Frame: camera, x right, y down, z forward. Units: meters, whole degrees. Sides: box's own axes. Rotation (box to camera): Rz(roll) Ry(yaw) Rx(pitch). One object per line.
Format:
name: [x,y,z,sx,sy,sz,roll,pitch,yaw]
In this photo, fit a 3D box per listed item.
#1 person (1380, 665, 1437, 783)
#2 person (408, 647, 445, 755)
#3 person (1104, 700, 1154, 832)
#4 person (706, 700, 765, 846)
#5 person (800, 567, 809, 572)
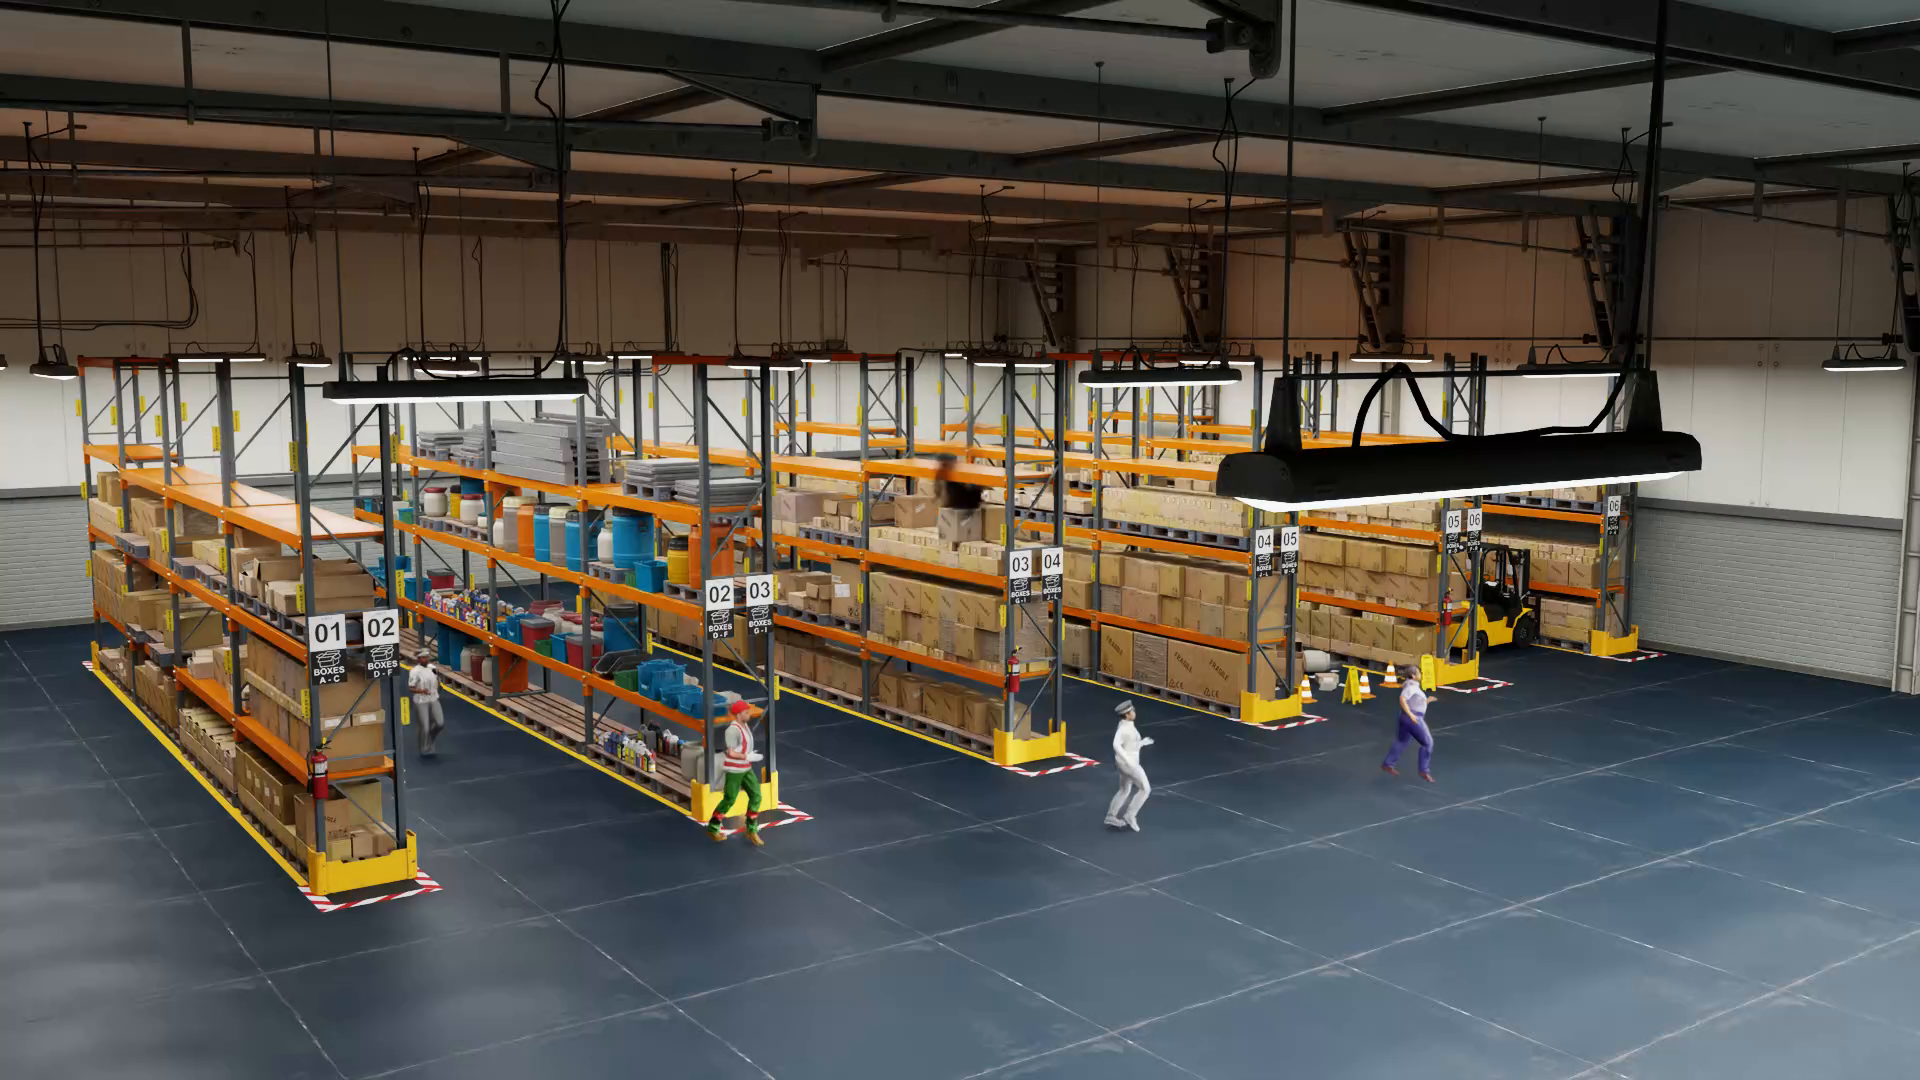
person: [6.442,2.637,23.815,0.767,1.710,0.580,-1,7,-5]
person: [-8.042,2.449,25.183,0.563,1.663,0.572,-7,10,-44]
person: [2.203,2.910,21.422,0.639,1.727,0.592,-1,7,-6]
person: [-2.785,2.924,20.888,0.756,1.850,0.696,2,7,16]
person: [-3.199,1.370,34.249,0.600,1.643,0.576,-6,9,-40]
